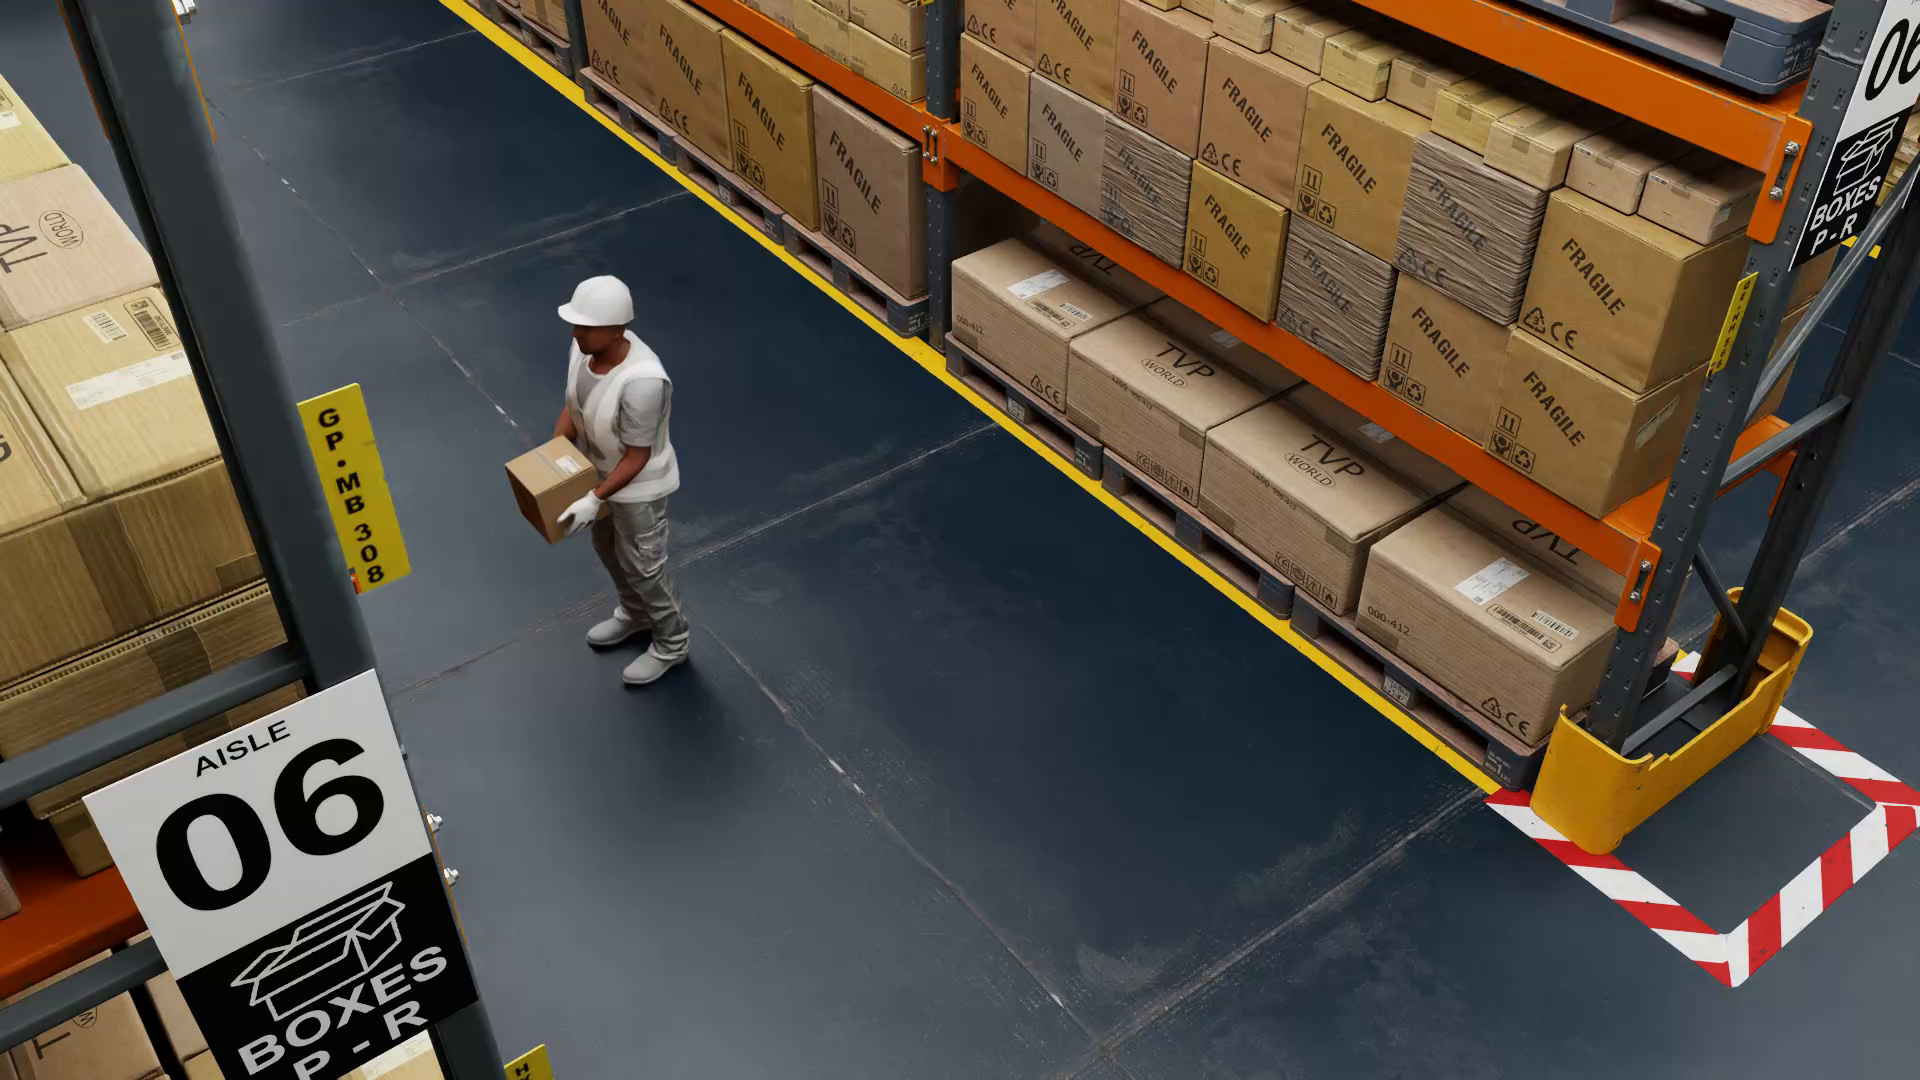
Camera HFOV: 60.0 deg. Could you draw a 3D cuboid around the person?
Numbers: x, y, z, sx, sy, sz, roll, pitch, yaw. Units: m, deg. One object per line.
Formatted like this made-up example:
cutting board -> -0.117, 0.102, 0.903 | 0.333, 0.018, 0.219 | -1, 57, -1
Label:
person -> -1.357, -0.197, 6.372 | 0.541, 1.789, 0.532 | -27, 47, -28
